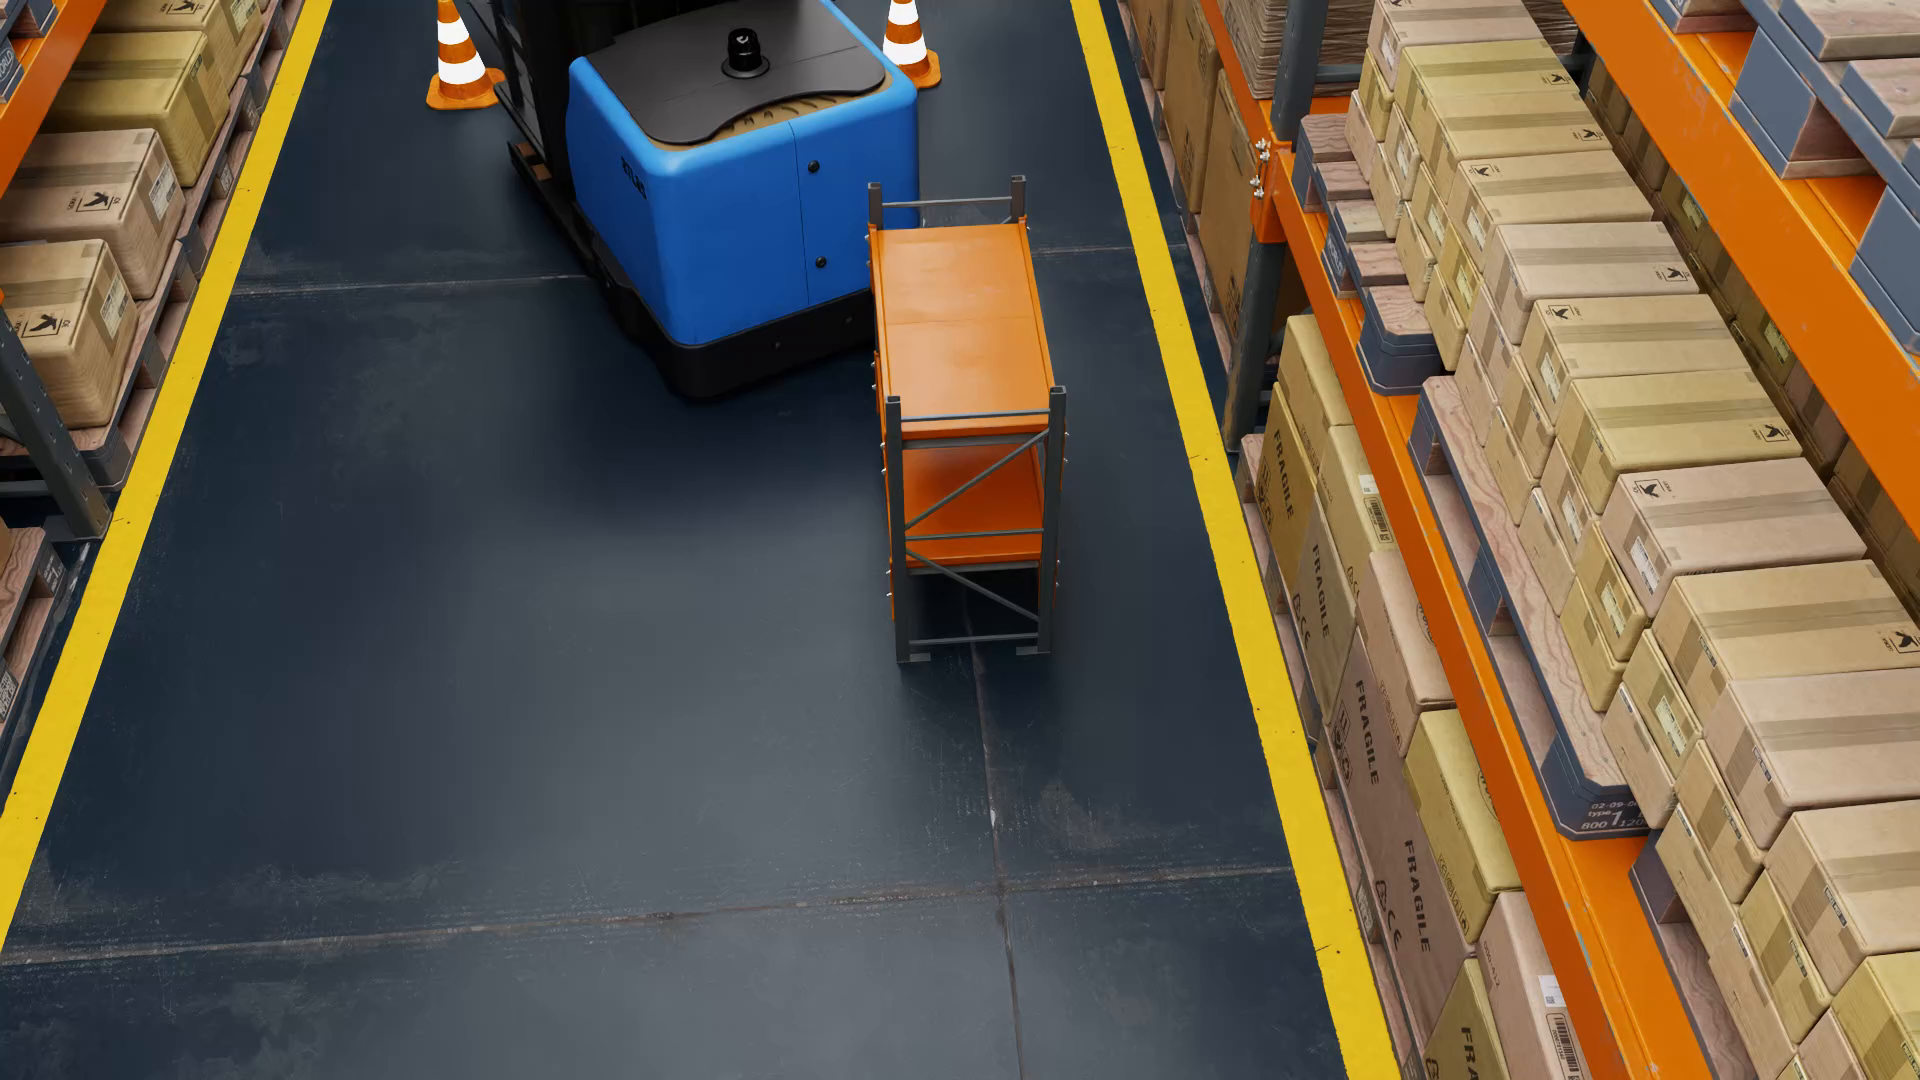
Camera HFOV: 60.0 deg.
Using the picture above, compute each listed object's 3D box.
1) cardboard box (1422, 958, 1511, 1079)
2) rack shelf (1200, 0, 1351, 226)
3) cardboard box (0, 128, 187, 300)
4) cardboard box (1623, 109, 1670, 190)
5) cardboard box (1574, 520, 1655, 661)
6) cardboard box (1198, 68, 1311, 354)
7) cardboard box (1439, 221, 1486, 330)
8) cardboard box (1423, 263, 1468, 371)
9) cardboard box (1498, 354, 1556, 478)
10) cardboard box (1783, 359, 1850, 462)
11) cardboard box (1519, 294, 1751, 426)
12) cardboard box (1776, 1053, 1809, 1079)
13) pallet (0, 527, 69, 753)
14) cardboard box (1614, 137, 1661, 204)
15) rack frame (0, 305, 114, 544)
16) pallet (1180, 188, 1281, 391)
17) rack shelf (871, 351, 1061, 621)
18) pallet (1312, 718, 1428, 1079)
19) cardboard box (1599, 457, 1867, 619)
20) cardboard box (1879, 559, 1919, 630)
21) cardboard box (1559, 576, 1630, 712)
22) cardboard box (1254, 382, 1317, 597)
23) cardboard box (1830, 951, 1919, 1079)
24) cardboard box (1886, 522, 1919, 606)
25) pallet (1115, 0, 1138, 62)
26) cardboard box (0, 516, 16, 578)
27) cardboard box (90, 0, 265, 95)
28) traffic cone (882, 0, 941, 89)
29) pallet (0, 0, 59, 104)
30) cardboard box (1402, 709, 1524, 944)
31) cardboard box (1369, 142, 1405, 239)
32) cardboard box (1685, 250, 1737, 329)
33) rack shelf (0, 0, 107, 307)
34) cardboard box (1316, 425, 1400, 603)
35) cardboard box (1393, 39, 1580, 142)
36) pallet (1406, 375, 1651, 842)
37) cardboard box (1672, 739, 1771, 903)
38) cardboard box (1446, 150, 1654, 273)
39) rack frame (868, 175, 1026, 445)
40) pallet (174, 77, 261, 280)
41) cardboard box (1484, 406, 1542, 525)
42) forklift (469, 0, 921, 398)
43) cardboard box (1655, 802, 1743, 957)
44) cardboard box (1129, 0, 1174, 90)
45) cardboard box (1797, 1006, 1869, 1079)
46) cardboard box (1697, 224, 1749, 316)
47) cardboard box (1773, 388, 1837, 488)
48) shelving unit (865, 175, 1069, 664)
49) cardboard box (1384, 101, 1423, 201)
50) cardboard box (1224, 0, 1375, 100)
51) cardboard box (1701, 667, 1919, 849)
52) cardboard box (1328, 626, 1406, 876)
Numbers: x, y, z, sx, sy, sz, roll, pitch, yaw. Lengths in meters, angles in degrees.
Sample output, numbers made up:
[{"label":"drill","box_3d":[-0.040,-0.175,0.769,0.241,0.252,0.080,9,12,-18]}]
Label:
[{"label":"cardboard box","box_3d":[1.443,1.302,3.884,0.500,0.500,0.500,-4,47,-4]},{"label":"rack shelf","box_3d":[1.296,-2.616,6.657,1.077,0.370,4.000,-3,47,-3]},{"label":"cardboard box","box_3d":[-3.568,-1.226,6.366,0.950,0.372,0.625,-4,47,-4]},{"label":"cardboard box","box_3d":[1.983,-1.054,4.361,0.380,0.149,0.250,-2,47,-2]},{"label":"cardboard box","box_3d":[1.454,0.088,3.280,0.380,0.149,0.250,-3,47,-3]},{"label":"cardboard box","box_3d":[1.502,-1.233,6.112,1.050,0.750,0.750,-4,47,-4]},{"label":"cardboard box","box_3d":[1.376,-0.643,3.972,0.380,0.149,0.250,-3,47,-3]},{"label":"cardboard box","box_3d":[1.370,-0.554,4.092,0.380,0.149,0.250,-2,47,-1]},{"label":"cardboard box","box_3d":[1.413,-0.283,3.631,0.380,0.149,0.250,-4,47,-4]},{"label":"cardboard box","box_3d":[2.069,-0.314,3.660,0.380,0.149,0.250,-2,47,-2]},{"label":"cardboard box","box_3d":[1.421,-0.382,3.520,0.380,0.149,0.250,-2,47,-2]},{"label":"cardboard box","box_3d":[1.545,0.956,2.662,0.380,0.149,0.250,-3,47,-3]},{"label":"pallet","box_3d":[-3.470,0.492,5.139,1.003,0.211,1.213,-3,47,-3]},{"label":"cardboard box","box_3d":[1.982,-0.966,4.482,0.380,0.149,0.250,-4,47,-3]},{"label":"rack frame","box_3d":[-3.461,-1.042,4.671,1.000,3.000,0.127,-3,47,-3]},{"label":"pallet","box_3d":[1.473,-1.032,6.582,1.003,0.211,1.213,-3,47,-3]},{"label":"rack shelf","box_3d":[0.001,-0.214,5.514,0.538,0.278,1.000,-3,47,-3]},{"label":"pallet","box_3d":[1.627,0.989,4.668,1.003,0.211,1.213,-3,47,-3]},{"label":"cardboard box","box_3d":[1.462,-0.006,3.164,0.380,0.149,0.250,-5,47,-5]},{"label":"cardboard box","box_3d":[2.109,0.162,3.414,0.380,0.149,0.250,-4,47,-4]},{"label":"cardboard box","box_3d":[1.456,0.202,3.376,0.380,0.149,0.250,-2,47,-2]},{"label":"cardboard box","box_3d":[1.269,-0.174,5.281,0.500,0.500,0.500,-5,47,-5]},{"label":"cardboard box","box_3d":[1.547,0.742,2.455,0.380,0.149,0.250,-5,47,-4]},{"label":"cardboard box","box_3d":[2.109,0.055,3.310,0.380,0.149,0.250,-4,47,-4]},{"label":"pallet","box_3d":[1.268,-2.798,8.254,1.003,0.211,1.213,-3,47,-3]},{"label":"cardboard box","box_3d":[-3.485,0.049,4.812,0.875,0.875,0.875,-4,47,-4]},{"label":"cardboard box","box_3d":[-3.685,-2.278,7.362,0.950,0.372,0.625,-1,47,-1]},{"label":"traffic cone","box_3d":[-0.264,-2.376,7.681,0.336,0.463,0.334,-3,47,-3]},{"label":"pallet","box_3d":[-3.626,-1.485,5.223,1.213,0.211,1.003,-3,47,-3]},{"label":"cardboard box","box_3d":[1.396,0.657,3.977,0.500,0.250,0.500,-5,47,-5]},{"label":"cardboard box","box_3d":[1.322,-0.944,4.462,0.380,0.149,0.250,-1,47,-1]},{"label":"cardboard box","box_3d":[2.021,-0.599,4.135,0.380,0.149,0.250,-4,47,-4]},{"label":"rack shelf","box_3d":[-3.628,-2.242,6.303,1.077,0.370,4.000,-3,47,-3]},{"label":"cardboard box","box_3d":[1.323,-0.079,4.674,0.500,0.250,0.500,-4,47,-4]},{"label":"cardboard box","box_3d":[1.334,-1.138,4.236,0.380,0.149,0.250,-5,47,-4]},{"label":"pallet","box_3d":[1.670,0.079,3.741,1.003,0.211,1.213,-3,47,-3]},{"label":"cardboard box","box_3d":[1.500,0.474,2.914,0.380,0.149,0.250,-5,47,-5]},{"label":"cardboard box","box_3d":[1.372,-0.769,3.886,0.380,0.149,0.250,-5,47,-5]},{"label":"rack frame","box_3d":[-0.042,-0.750,5.685,0.500,1.125,0.032,-3,47,-3]},{"label":"pallet","box_3d":[-3.623,-1.530,7.053,1.003,0.211,1.213,-3,47,-3]},{"label":"cardboard box","box_3d":[1.413,-0.179,3.737,0.380,0.149,0.250,-3,47,-3]},{"label":"forklift","box_3d":[-1.294,-2.600,6.194,1.130,2.935,3.031,-22,50,-20]},{"label":"cardboard box","box_3d":[1.506,0.595,3.005,0.380,0.149,0.250,-6,47,-5]},{"label":"cardboard box","box_3d":[1.347,-2.539,7.349,1.050,0.750,0.750,-3,47,-3]},{"label":"cardboard box","box_3d":[1.545,0.851,2.557,0.380,0.149,0.250,-3,47,-3]},{"label":"cardboard box","box_3d":[2.028,-0.683,4.009,0.380,0.149,0.250,-3,47,-3]},{"label":"cardboard box","box_3d":[2.065,-0.217,3.773,0.380,0.149,0.250,-2,47,-2]},{"label":"shelving unit","box_3d":[0.001,-0.382,5.337,0.538,1.125,1.048,-3,47,-3]},{"label":"cardboard box","box_3d":[1.329,-1.019,4.328,0.380,0.149,0.250,-1,47,-1]},{"label":"cardboard box","box_3d":[1.158,-1.760,5.282,0.500,0.500,0.500,-3,47,-3]},{"label":"cardboard box","box_3d":[1.505,0.365,2.812,0.380,0.149,0.250,-4,47,-3]},{"label":"cardboard box","box_3d":[1.362,0.561,4.585,0.500,0.500,0.500,-5,47,-4]}]
